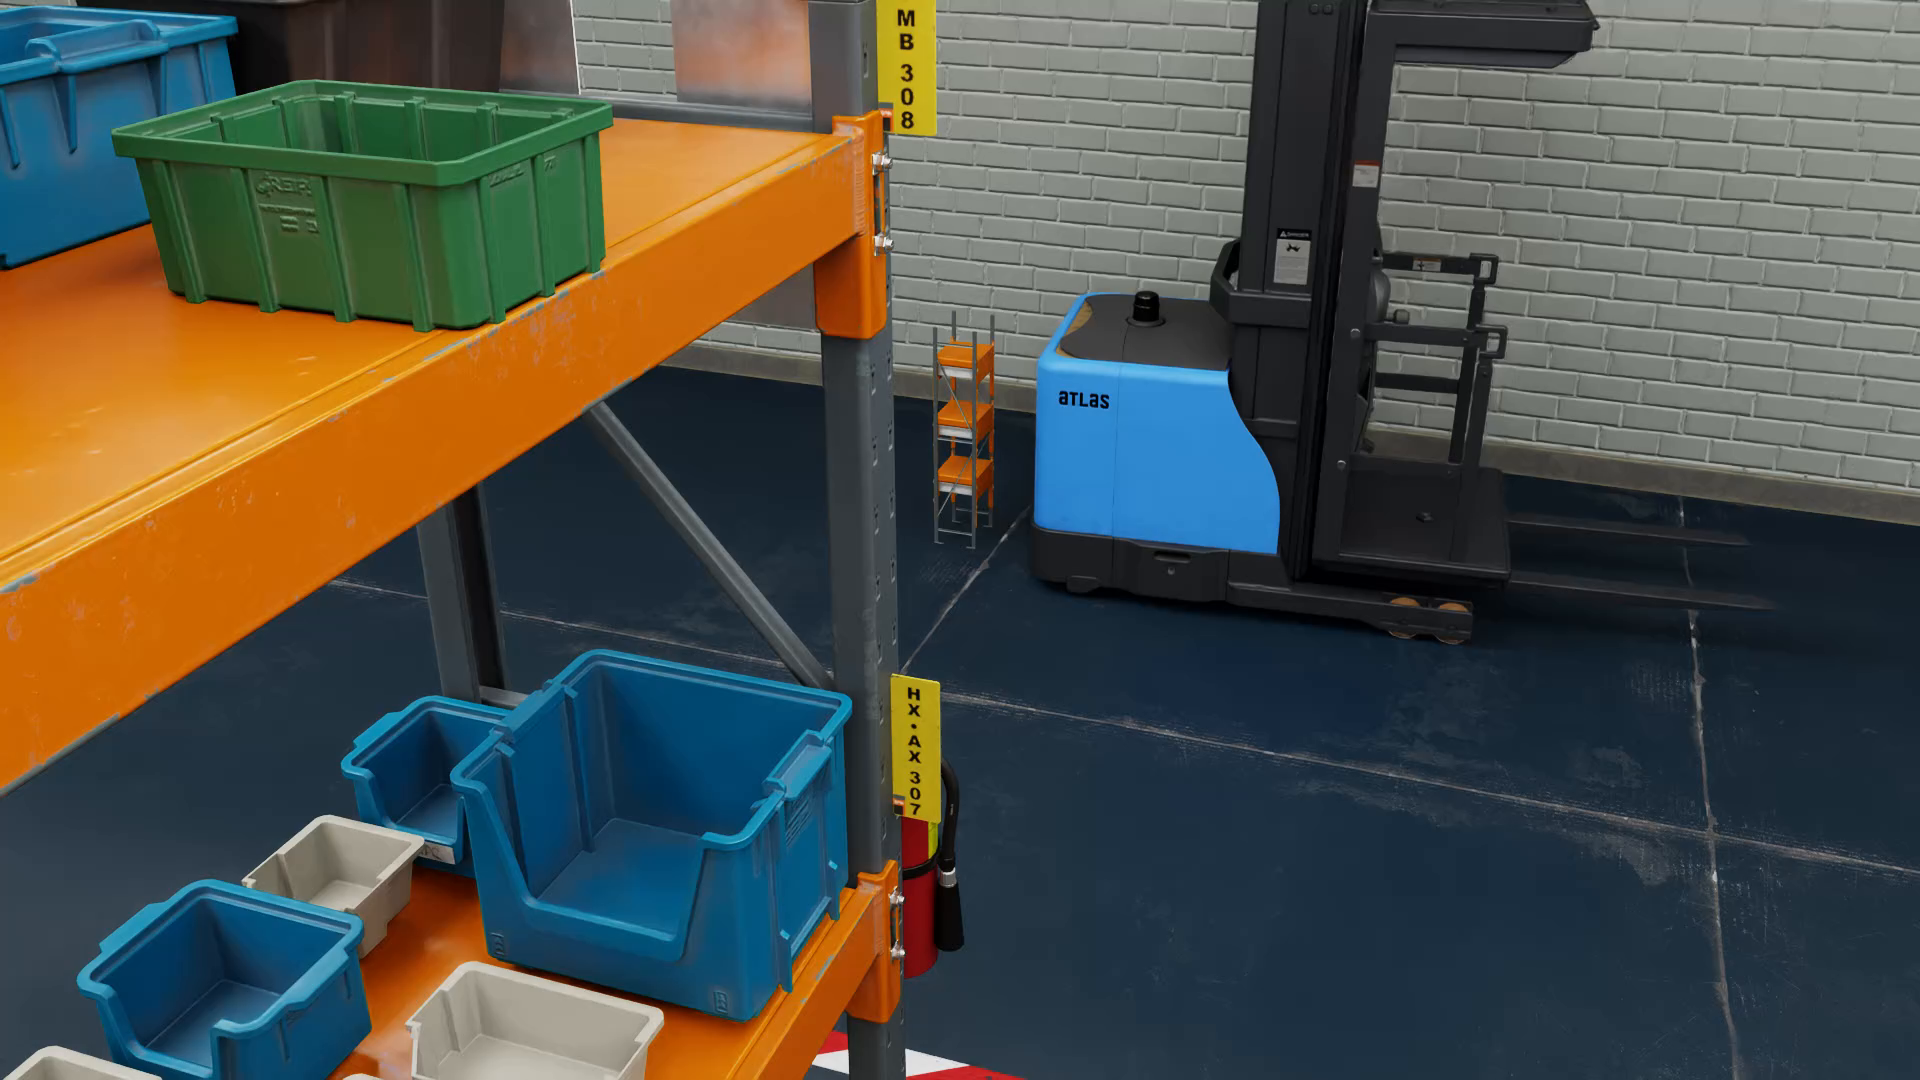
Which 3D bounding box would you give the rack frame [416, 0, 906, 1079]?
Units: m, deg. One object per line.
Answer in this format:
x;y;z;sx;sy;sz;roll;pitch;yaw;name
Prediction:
-0.610;0.413;3.455;1.000;3.000;0.127;9;27;17;rack frame

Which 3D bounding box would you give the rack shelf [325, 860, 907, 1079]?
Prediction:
-1.276;1.559;1.914;1.077;0.370;4.000;9;27;17;rack shelf

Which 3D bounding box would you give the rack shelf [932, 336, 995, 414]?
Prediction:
0.018;-0.740;7.448;0.215;0.259;0.240;9;27;17;rack shelf

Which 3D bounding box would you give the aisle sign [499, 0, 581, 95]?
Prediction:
-0.867;-0.830;3.038;0.394;0.787;0.004;9;27;17;aisle sign

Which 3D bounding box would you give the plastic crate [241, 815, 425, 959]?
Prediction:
-1.188;0.678;3.141;0.250;0.136;0.298;9;27;17;plastic crate

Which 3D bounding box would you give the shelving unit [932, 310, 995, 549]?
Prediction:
0.018;-0.495;7.567;0.215;1.050;0.252;9;27;17;shelving unit

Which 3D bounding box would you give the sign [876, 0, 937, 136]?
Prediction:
-0.086;-0.817;2.673;0.100;0.325;0.005;9;27;17;sign

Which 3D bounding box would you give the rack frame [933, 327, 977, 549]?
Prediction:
-0.023;-0.444;7.463;0.200;1.050;0.008;9;27;17;rack frame

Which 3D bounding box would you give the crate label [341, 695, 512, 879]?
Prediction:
-1.003;0.515;3.367;0.416;0.233;0.303;9;27;17;crate label

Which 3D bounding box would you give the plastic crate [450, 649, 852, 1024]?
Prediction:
-0.546;0.535;3.094;0.616;0.435;0.499;9;27;17;plastic crate

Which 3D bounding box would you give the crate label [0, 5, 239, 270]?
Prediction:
-1.222;-0.538;2.147;0.408;0.251;0.502;9;27;17;crate label

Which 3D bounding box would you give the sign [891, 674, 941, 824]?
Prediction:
-0.086;0.413;3.268;0.100;0.325;0.005;9;27;17;sign

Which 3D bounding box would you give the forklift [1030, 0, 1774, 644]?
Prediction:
1.881;-1.146;6.754;3.031;2.935;1.130;6;27;13;forklift

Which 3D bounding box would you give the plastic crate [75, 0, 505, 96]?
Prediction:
-1.001;-0.760;2.586;0.497;0.269;0.590;9;27;17;plastic crate

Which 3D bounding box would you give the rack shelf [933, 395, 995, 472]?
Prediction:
0.018;-0.485;7.571;0.215;0.259;0.240;9;27;17;rack shelf

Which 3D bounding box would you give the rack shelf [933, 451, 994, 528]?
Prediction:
0.018;-0.235;7.692;0.215;0.259;0.240;9;27;17;rack shelf

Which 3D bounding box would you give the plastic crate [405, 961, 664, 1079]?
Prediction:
-0.711;0.866;2.753;0.396;0.136;0.243;9;27;17;plastic crate

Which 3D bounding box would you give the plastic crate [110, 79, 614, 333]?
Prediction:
-0.669;-0.395;1.925;0.450;0.188;0.336;9;27;17;plastic crate

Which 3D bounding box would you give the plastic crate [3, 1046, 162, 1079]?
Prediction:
-1.414;0.957;2.565;0.250;0.136;0.298;9;27;17;plastic crate

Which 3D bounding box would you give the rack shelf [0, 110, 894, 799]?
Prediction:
-1.276;0.209;1.261;1.077;0.370;4.000;9;27;17;rack shelf

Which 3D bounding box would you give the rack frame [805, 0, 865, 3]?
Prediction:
-0.610;-2.287;2.148;1.000;3.000;0.127;9;27;17;rack frame

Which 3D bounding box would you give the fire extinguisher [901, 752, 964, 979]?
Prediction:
-0.132;0.620;3.545;0.296;0.674;0.183;9;27;17;fire extinguisher

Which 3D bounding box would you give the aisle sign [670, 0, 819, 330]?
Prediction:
-0.310;-0.744;2.862;0.394;0.787;0.004;9;27;17;aisle sign

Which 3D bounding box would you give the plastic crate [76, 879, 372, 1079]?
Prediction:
-1.222;0.786;2.809;0.416;0.233;0.300;9;27;17;plastic crate

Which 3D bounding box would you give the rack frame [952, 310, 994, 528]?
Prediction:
0.058;-0.545;7.670;0.200;1.050;0.008;9;27;17;rack frame

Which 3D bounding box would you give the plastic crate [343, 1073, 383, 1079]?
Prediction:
-0.821;0.983;2.511;0.396;0.136;0.243;9;27;17;plastic crate
